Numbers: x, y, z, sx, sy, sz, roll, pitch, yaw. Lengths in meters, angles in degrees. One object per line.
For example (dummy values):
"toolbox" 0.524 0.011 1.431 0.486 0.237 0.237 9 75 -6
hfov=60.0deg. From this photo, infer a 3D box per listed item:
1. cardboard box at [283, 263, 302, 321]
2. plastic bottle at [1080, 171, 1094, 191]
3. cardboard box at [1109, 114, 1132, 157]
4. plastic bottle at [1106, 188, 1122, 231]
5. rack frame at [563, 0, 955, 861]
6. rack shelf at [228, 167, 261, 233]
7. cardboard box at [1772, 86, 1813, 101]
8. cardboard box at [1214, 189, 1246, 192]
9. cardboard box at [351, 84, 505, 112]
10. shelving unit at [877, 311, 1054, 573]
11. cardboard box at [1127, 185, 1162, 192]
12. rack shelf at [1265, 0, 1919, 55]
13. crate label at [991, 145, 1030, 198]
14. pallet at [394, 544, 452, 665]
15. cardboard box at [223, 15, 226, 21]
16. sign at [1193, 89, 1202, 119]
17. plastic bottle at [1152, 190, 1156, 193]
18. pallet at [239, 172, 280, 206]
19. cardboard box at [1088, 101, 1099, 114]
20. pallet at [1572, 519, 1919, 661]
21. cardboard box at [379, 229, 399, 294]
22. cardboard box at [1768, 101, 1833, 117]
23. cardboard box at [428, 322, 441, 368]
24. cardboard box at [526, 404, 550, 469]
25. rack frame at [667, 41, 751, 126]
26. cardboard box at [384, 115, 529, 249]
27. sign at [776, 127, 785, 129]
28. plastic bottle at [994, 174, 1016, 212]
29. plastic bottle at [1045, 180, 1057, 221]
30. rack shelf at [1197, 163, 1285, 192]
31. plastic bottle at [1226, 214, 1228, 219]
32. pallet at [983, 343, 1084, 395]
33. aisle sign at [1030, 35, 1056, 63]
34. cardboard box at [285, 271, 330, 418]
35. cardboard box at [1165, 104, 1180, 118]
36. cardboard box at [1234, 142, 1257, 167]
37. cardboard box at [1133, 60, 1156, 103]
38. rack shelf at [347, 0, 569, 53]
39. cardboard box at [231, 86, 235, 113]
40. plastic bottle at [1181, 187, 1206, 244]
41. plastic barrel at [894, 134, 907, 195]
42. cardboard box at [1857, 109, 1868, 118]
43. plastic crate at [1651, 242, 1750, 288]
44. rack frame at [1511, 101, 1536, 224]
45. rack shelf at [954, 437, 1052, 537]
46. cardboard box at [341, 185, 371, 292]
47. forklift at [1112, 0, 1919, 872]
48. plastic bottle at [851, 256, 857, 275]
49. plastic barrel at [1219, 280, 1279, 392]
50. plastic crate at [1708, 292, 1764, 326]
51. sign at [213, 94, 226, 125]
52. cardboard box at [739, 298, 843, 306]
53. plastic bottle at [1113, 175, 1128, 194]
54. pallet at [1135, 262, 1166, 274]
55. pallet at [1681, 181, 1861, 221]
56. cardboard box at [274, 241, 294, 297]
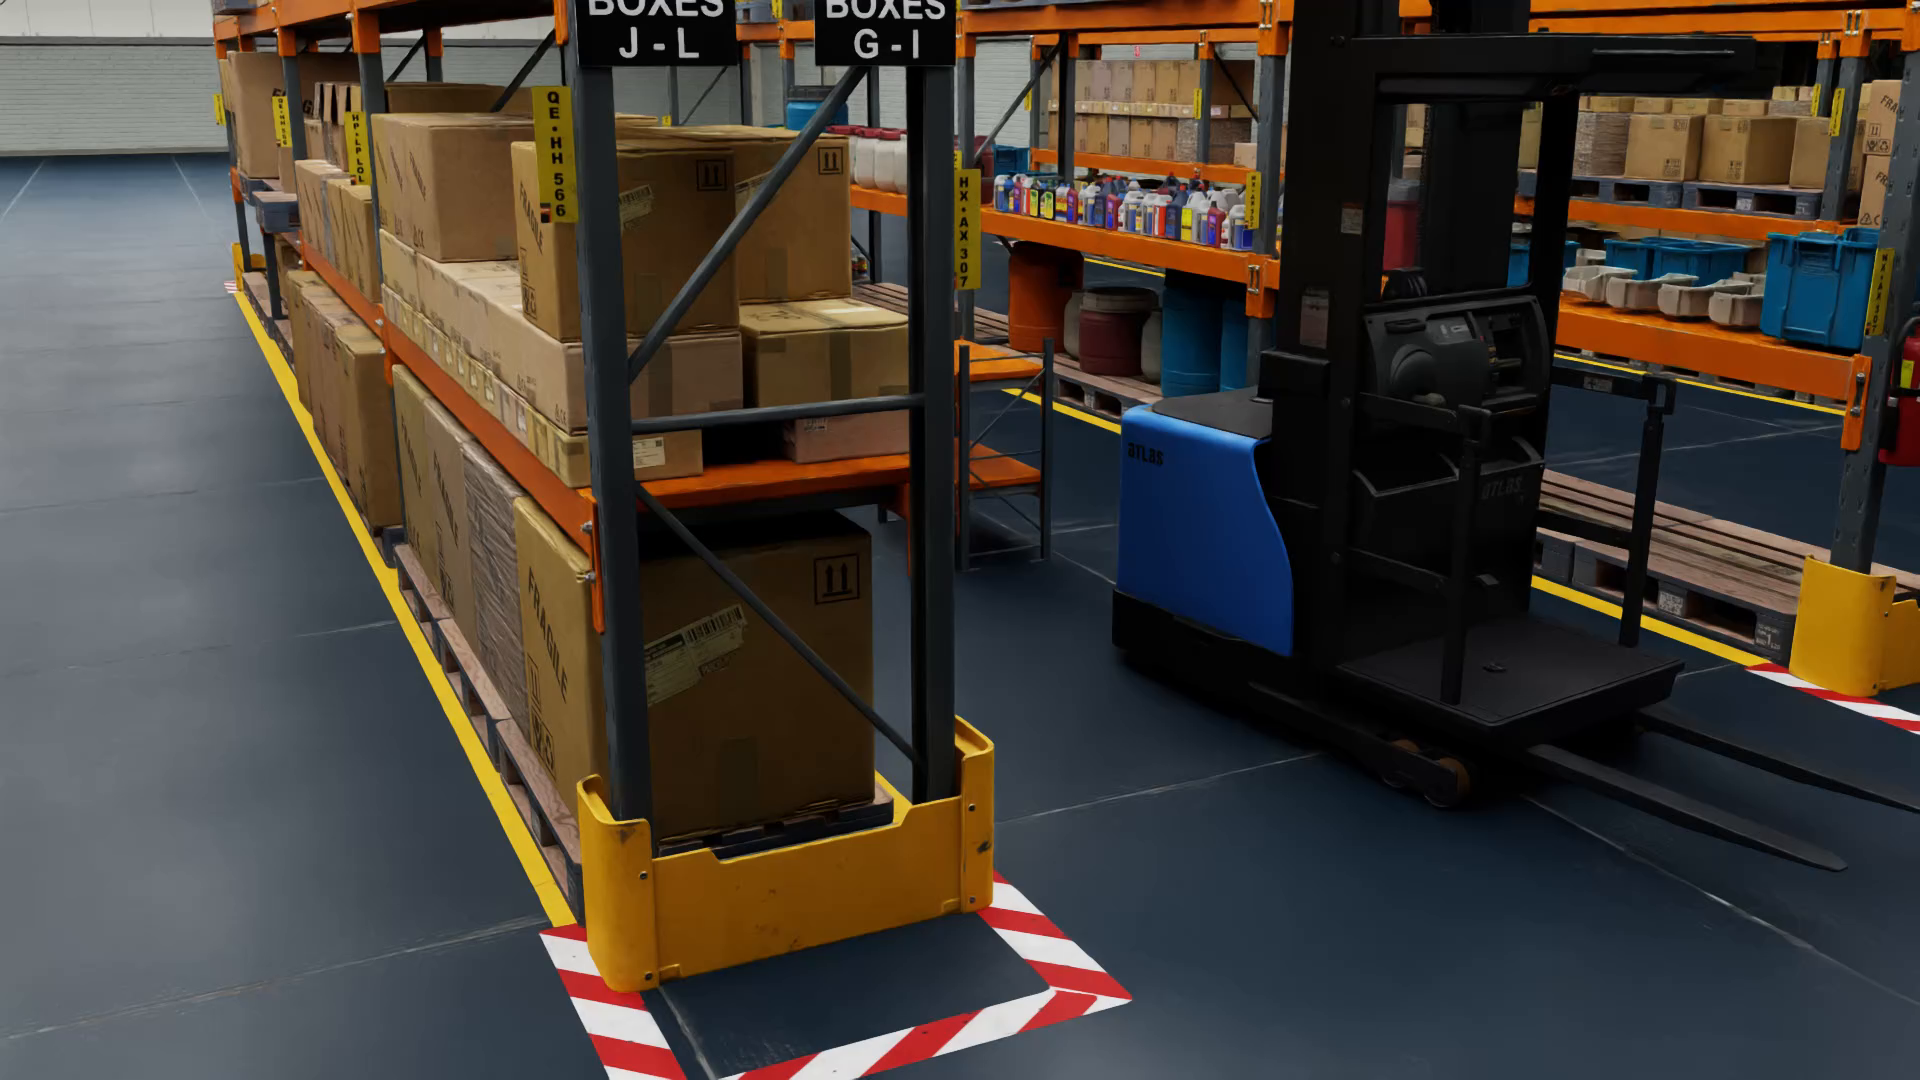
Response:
"cardboard box" -5.497 -2.162 14.581 0.700 0.500 0.500 -9 18 -29
"plastic bottle" 1.019 -2.809 13.312 0.061 0.283 0.133 -8 18 -25
"cardboard box" 2.281 -5.042 20.702 0.700 0.500 0.500 -7 17 -23
"plastic bottle" 1.063 -2.283 11.479 0.061 0.283 0.133 -8 18 -25
"rack frame" -0.490 -0.331 4.468 1.000 3.000 0.127 -8 18 -25
"rack shelf" -6.623 -3.457 16.664 1.077 0.370 4.000 -8 18 -25
"cardboard box" 9.031 -4.842 18.031 0.380 0.149 0.250 -11 19 -34
"cardboard box" 3.238 -3.897 19.755 0.500 0.500 0.500 -8 18 -25
"cardboard box" -2.820 -2.182 8.918 0.797 0.503 0.637 -7 18 -24
"shelving unit" 0.003 -0.539 8.590 0.538 1.125 1.048 -8 18 -25
"cardboard box" 2.329 -4.081 20.398 0.500 0.500 0.500 -8 18 -25
"rack shelf" 3.086 -2.522 7.967 1.077 0.370 4.000 -8 18 -25
"crate label" 0.266 -3.210 14.433 0.502 0.435 0.616 -8 18 -25
"pallet" -1.979 0.215 7.618 1.003 0.211 1.213 -8 18 -25
"cardboard box" -6.843 -5.139 16.054 0.500 0.250 0.500 -7 17 -23
"sign" 2.662 -4.890 18.639 0.100 0.325 0.005 -8 18 -25
"plastic bottle" 1.452 -2.512 12.428 0.097 0.201 0.097 0 16 0
"pallet" -5.543 -3.008 14.141 1.003 0.211 1.213 -8 18 -25
"cardboard box" 1.840 -5.476 21.036 0.380 0.149 0.250 -8 18 -27
"pallet" 3.636 0.201 7.667 1.003 0.211 1.213 -8 18 -25
"cardboard box" -2.272 -1.246 7.387 0.500 0.250 0.500 -8 18 -26
"cardboard box" 9.149 -4.486 17.965 0.700 0.500 0.500 -10 19 -31
"cardboard box" -1.843 -0.768 6.443 0.380 0.149 0.250 -7 18 -24
"cardboard box" -1.057 -0.323 4.895 0.380 0.149 0.250 -7 18 -24
"rack frame" -3.047 -4.897 20.378 1.000 3.000 0.127 -8 18 -25
"cardboard box" -2.053 -1.482 6.850 0.500 0.500 0.500 -8 18 -25
"sign" -1.794 -3.975 16.662 0.100 0.325 0.005 -8 18 -25
"plastic bottle" 0.357 -2.708 12.973 0.152 0.276 0.135 -8 18 -25
"plastic bottle" 0.678 -2.500 12.238 0.061 0.283 0.133 -8 18 -25
"rack shelf" 4.036 -3.661 17.376 1.077 0.370 4.000 -8 18 -25
"plastic bottle" 1.668 -1.951 10.471 0.097 0.201 0.097 0 16 0
"pallet" 0.841 -1.383 13.187 1.003 0.211 1.213 -8 18 -25
"aisle sign" 1.103 -6.724 22.030 0.394 0.787 0.004 -8 18 -25
"cardboard box" -3.711 -1.322 11.010 1.225 0.875 0.875 -9 18 -27
"cardboard box" 2.625 -5.031 19.486 0.380 0.149 0.250 -8 18 -27
"cardboard box" 3.415 -4.314 18.618 0.500 0.250 0.500 -6 17 -21
"cardboard box" 2.518 -5.533 20.062 0.700 0.500 0.500 -8 18 -25
"rack shelf" -1.366 -1.923 5.881 1.077 0.370 4.000 -8 18 -25
"cardboard box" -6.630 -4.305 15.780 0.500 0.500 0.500 -8 18 -25
"plastic bottle" 1.513 -2.086 10.673 0.144 0.351 0.185 -8 18 -25
"plastic barrel" -0.369 -3.301 14.613 0.421 0.512 0.421 0 16 0
"cardboard box" 9.346 -4.160 17.052 0.500 0.500 0.500 -7 17 -23
"plastic crate" 3.574 -1.306 8.058 0.416 0.233 0.300 -8 18 -25
"rack frame" 4.912 -3.511 15.548 1.000 3.000 0.127 -8 18 -25
"rack shelf" 0.003 -0.304 8.657 0.538 0.278 1.000 -8 18 -25
"cardboard box" -2.903 -1.578 8.630 0.500 0.500 0.500 -7 17 -23
"forklift" 1.889 -0.657 5.725 1.130 2.935 3.031 -11 19 -33
"plastic bottle" -1.129 -2.954 17.883 0.097 0.201 0.097 0 16 0
"plastic barrel" 1.987 -1.252 10.718 0.600 0.901 0.708 -8 18 -25
"plastic crate" 3.443 -1.012 7.210 0.396 0.136 0.243 -8 18 -25
"sign" -7.987 -4.649 17.944 0.100 0.325 0.005 -8 18 -25
"cardboard box" -0.691 -0.682 5.422 0.500 0.250 0.500 -8 18 -26
"plastic bottle" 1.109 -2.411 11.805 0.144 0.351 0.185 -8 18 -25
"pallet" 2.849 -3.365 20.094 1.003 0.211 1.213 -8 18 -25
"pallet" 6.413 -2.638 12.855 1.003 0.211 1.213 -8 18 -25
"cardboard box" -6.486 -2.697 16.481 0.500 0.500 0.500 -9 19 -30
